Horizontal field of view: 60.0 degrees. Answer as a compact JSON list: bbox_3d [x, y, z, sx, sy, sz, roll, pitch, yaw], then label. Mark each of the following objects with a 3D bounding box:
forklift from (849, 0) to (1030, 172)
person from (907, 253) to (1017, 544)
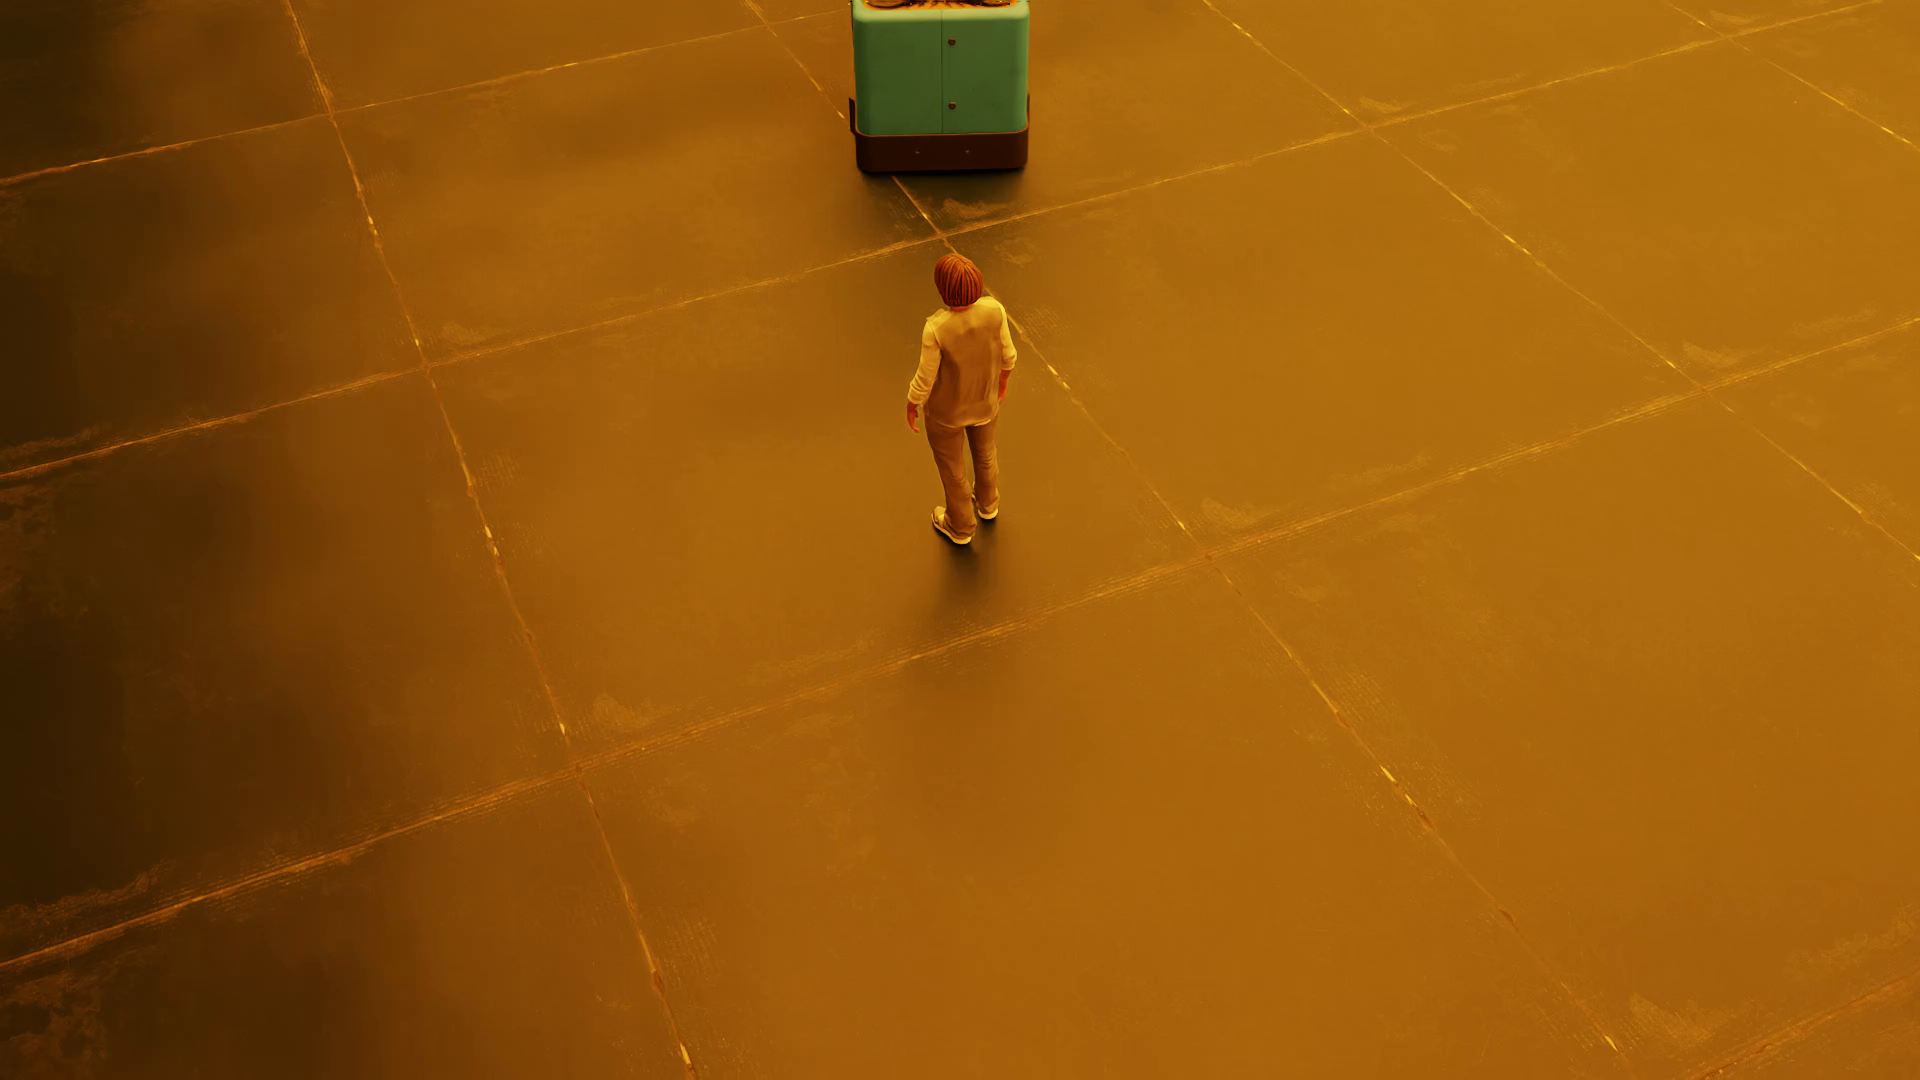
[{"bbox_3d":[-0.175,-4.306,10.294,1.130,2.935,3.031,-2,43,-2],"label":"forklift"},{"bbox_3d":[-0.018,-0.639,7.331,0.520,1.597,0.475,-18,46,-18],"label":"person"}]
